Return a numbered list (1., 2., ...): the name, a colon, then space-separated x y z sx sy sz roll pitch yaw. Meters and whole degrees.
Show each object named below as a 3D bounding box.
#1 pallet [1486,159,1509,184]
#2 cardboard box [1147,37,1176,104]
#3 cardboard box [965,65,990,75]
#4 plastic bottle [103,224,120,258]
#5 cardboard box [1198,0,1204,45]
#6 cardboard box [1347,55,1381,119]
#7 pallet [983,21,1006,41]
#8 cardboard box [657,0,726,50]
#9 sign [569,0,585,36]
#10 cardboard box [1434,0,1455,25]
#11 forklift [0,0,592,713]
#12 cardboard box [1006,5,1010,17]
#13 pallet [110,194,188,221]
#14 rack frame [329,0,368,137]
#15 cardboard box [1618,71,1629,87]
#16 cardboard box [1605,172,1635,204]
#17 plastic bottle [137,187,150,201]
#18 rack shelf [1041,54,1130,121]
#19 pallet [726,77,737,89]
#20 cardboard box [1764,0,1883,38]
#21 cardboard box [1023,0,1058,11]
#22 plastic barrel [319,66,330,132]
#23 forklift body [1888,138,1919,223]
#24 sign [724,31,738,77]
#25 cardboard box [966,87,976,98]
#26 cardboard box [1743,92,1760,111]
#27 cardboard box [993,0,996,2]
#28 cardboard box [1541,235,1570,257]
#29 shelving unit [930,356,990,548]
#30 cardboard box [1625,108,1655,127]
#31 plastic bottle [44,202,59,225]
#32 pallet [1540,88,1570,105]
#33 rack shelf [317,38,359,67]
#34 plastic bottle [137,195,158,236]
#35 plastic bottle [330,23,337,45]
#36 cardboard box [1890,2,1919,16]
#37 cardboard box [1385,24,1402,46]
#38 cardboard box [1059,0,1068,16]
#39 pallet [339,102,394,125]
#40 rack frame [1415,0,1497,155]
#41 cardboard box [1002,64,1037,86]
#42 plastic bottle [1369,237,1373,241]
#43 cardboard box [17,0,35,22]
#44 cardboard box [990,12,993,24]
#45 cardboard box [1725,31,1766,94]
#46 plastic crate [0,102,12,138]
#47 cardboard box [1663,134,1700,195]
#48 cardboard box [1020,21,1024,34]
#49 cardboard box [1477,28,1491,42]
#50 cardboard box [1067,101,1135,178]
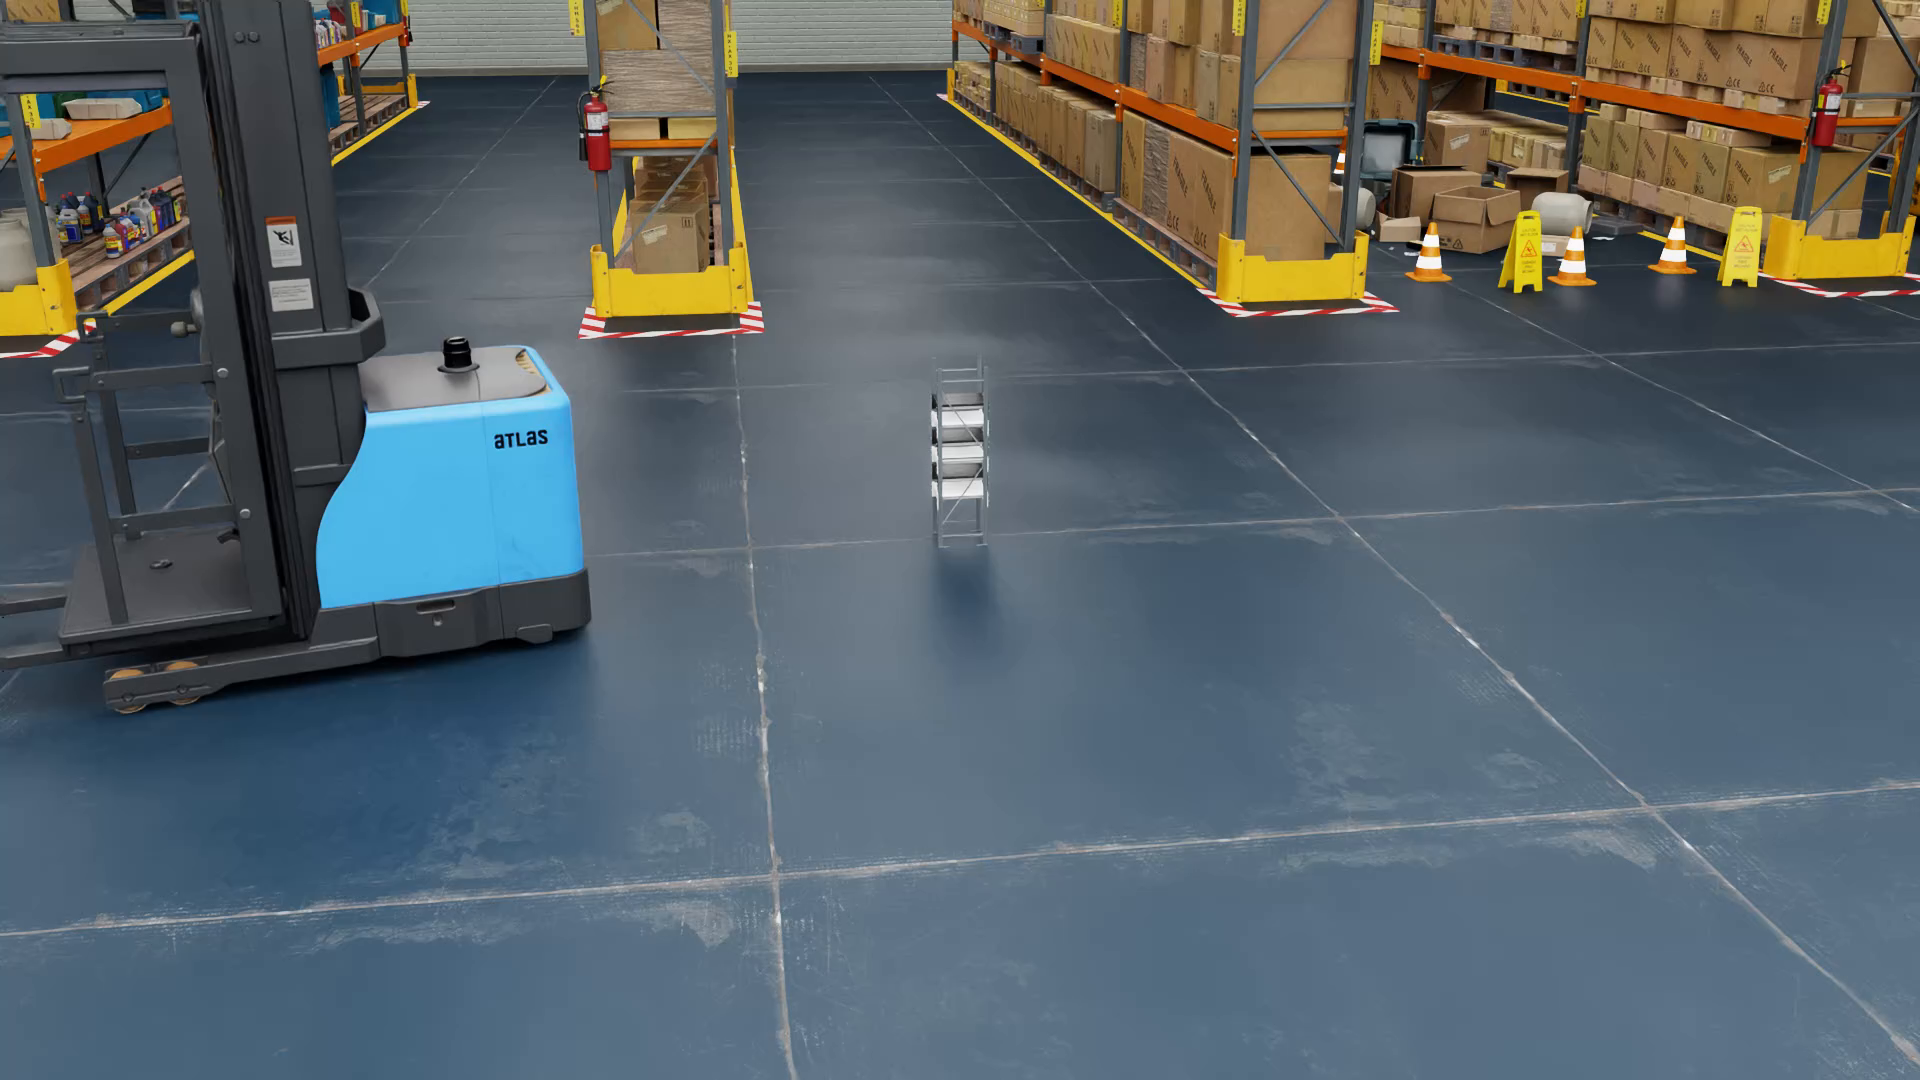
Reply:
1. pallet: 6.692 -4.452 19.834 1.003 0.211 1.213 -3 21 -8
2. cardboard box: 2.229 -4.342 15.339 0.875 0.550 0.550 -3 21 -8
3. cardboard box: 0.297 -7.612 26.934 0.380 0.149 0.250 -4 21 -10
4. plastic bottle: -7.099 -2.502 13.899 0.097 0.271 0.097 0 20 0
5. cardboard box: 2.546 -4.489 14.190 0.875 0.550 0.550 -3 21 -8
6. cardboard box: 6.138 -6.514 23.805 0.875 0.875 0.875 -2 21 -6
7. pallet: 0.914 -7.189 23.450 1.003 0.211 1.213 -3 21 -8
8. cardboard box: -2.055 -4.039 12.747 0.500 0.500 0.500 -3 21 -8
9. sign: -2.797 -3.850 12.130 0.100 0.325 0.005 -3 21 -8
10. cardboard box: 6.244 -6.666 20.608 0.500 0.500 0.500 -4 21 -9
11. forklift: -3.142 -0.913 6.473 3.031 2.935 1.130 -8 22 -21
12. cardboard box: 0.815 -6.979 21.947 0.380 0.149 0.250 -2 21 -6
13. pallet: -7.875 -3.279 16.695 1.003 0.211 1.213 -3 21 -8
14. rack frame: -8.876 -7.086 22.900 1.000 3.000 0.127 -3 21 -8
15. cardboard box: 6.869 -4.647 16.730 0.380 0.149 0.250 -3 21 -8
16. cardboard box: 6.891 -3.572 16.822 0.500 0.250 0.500 -2 21 -5
17. plastic bottle: -7.488 -3.065 15.293 0.144 0.351 0.185 -3 21 -8
18. rack shelf: 1.813 -5.136 18.709 1.077 0.370 4.000 -3 21 -8
19. pallet: -2.788 -4.748 16.914 1.003 0.211 1.213 -3 21 -8
20. cardboard box: 7.272 -4.501 13.983 0.700 0.500 0.500 -3 21 -9
21. cardboard box: 1.000 -6.670 20.696 0.380 0.149 0.250 -4 21 -10
22. plastic barrel: -8.713 -5.865 22.031 0.600 0.901 0.708 -3 21 -8
23. forklift body: 10.394 -4.099 16.117 2.313 2.155 1.214 -3 21 -8
24. sign: -1.708 -3.614 12.367 0.100 0.325 0.005 -3 21 -8
25. cardboard box: 0.301 -7.159 26.570 0.380 0.149 0.250 -4 21 -10
26. cardboard box: 7.134 -3.853 14.605 0.380 0.149 0.250 -3 21 -9
27. cardboard box: 0.664 -7.477 22.857 0.380 0.149 0.250 -3 21 -8
28. cardboard box: 5.374 -2.697 15.223 0.380 0.149 0.250 8 22 20
29. shelving unit: -0.001 -0.424 8.066 0.258 0.900 0.210 -3 21 -8
30. cardboard box: 6.837 -4.187 16.470 0.380 0.149 0.250 -2 21 -6
31. plastic bottle: -7.929 -2.768 14.497 0.144 0.351 0.185 -3 21 -8
32. pallet: 10.466 -7.442 27.839 1.003 0.211 1.213 -3 21 -8
33. rack shelf: -8.588 -6.056 21.172 1.077 0.370 4.000 -3 21 -8
34. plastic bottle: -7.271 -2.894 14.835 0.144 0.351 0.185 -3 21 -8
35. plastic bottle: -8.447 -6.781 22.261 0.152 0.276 0.135 -3 21 -8
36. cardboard box: 11.299 -6.304 19.736 0.380 0.149 0.250 -3 21 -9
37. cardboard box: 5.989 -6.718 22.130 0.500 0.250 0.500 -3 21 -7
38. cardboard box: 1.579 -6.525 19.827 0.700 0.500 0.500 -3 21 -8
39. pallet: -9.200 -6.455 25.198 1.003 0.211 1.213 -3 21 -8
40. rack frame: 6.408 -6.450 21.199 1.000 3.000 0.127 -3 21 -8
41. cardboard box: 0.872 -6.474 23.164 0.500 0.250 0.500 -2 21 -6
42. plastic bottle: 3.769 -2.852 15.766 0.283 0.061 0.133 -11 23 -26
43. cardboard box: -13.804 -7.600 24.136 0.500 0.500 0.500 -3 21 -9
44. cardboard box: 0.627 -7.288 23.200 0.380 0.149 0.250 -3 21 -7
45. cardboard box: 7.143 -4.214 14.644 0.500 0.500 0.500 -3 21 -8
46. plastic crate: -7.603 -3.244 12.828 0.499 0.251 0.408 -3 21 -8
47. cardboard box: 7.043 -3.560 15.719 0.500 0.500 0.500 -3 21 -9
48. cardboard box: 0.964 -6.478 21.033 0.380 0.149 0.250 -3 21 -8
49. cardboard box: 6.404 -6.035 19.846 0.380 0.149 0.250 -2 21 -5
50. cardboard box: 1.787 -4.468 18.507 1.050 0.750 0.750 -3 21 -8
